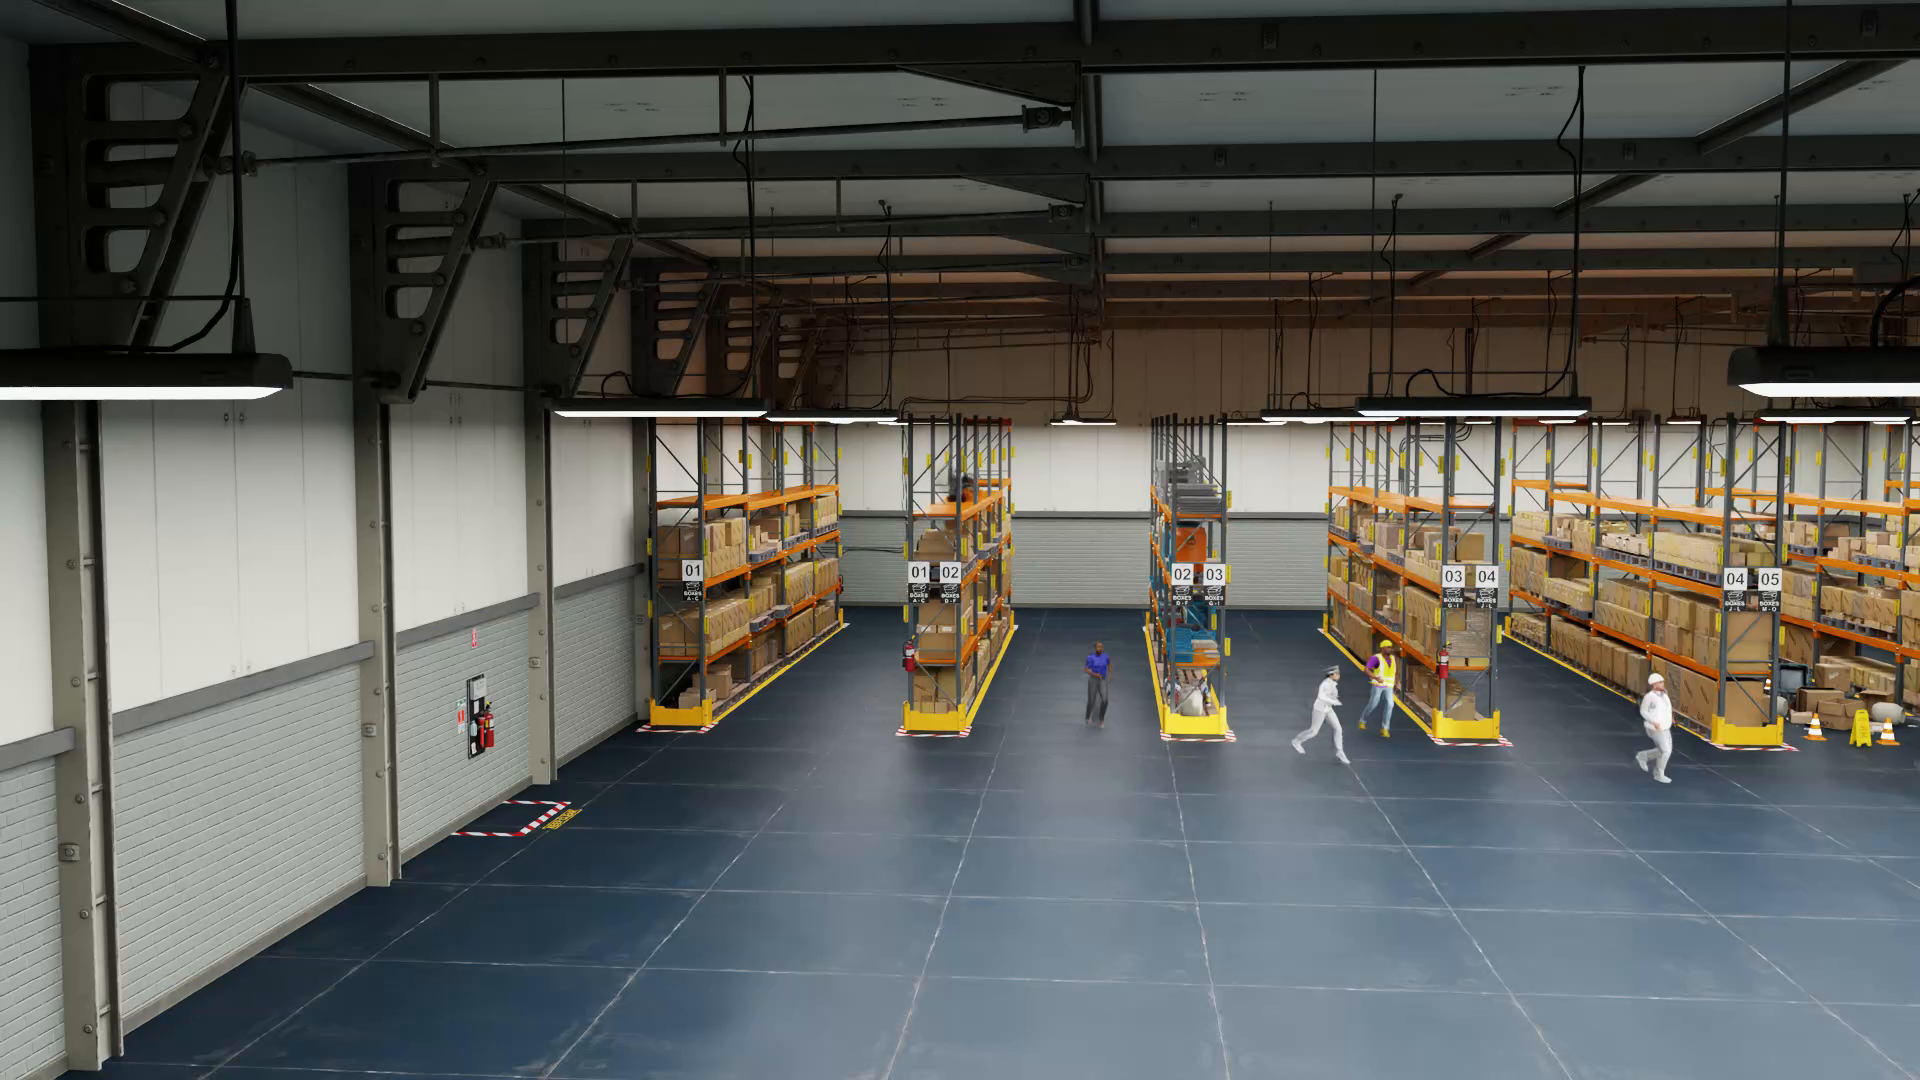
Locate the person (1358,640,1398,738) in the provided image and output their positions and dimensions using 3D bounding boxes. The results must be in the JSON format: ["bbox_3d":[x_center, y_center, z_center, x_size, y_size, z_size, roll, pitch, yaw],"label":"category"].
[{"bbox_3d":[7.915,2.760,31.081,0.759,1.786,0.823,-1,4,-14],"label":"person"}]

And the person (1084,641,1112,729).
[{"bbox_3d":[2.658,2.787,31.780,0.606,1.703,0.704,-1,4,-14],"label":"person"}]

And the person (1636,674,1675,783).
[{"bbox_3d":[11.315,3.040,27.080,0.659,1.750,0.625,-3,5,-40],"label":"person"}]

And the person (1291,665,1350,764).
[{"bbox_3d":[6.209,2.971,28.598,1.059,1.685,0.615,3,5,36],"label":"person"}]
